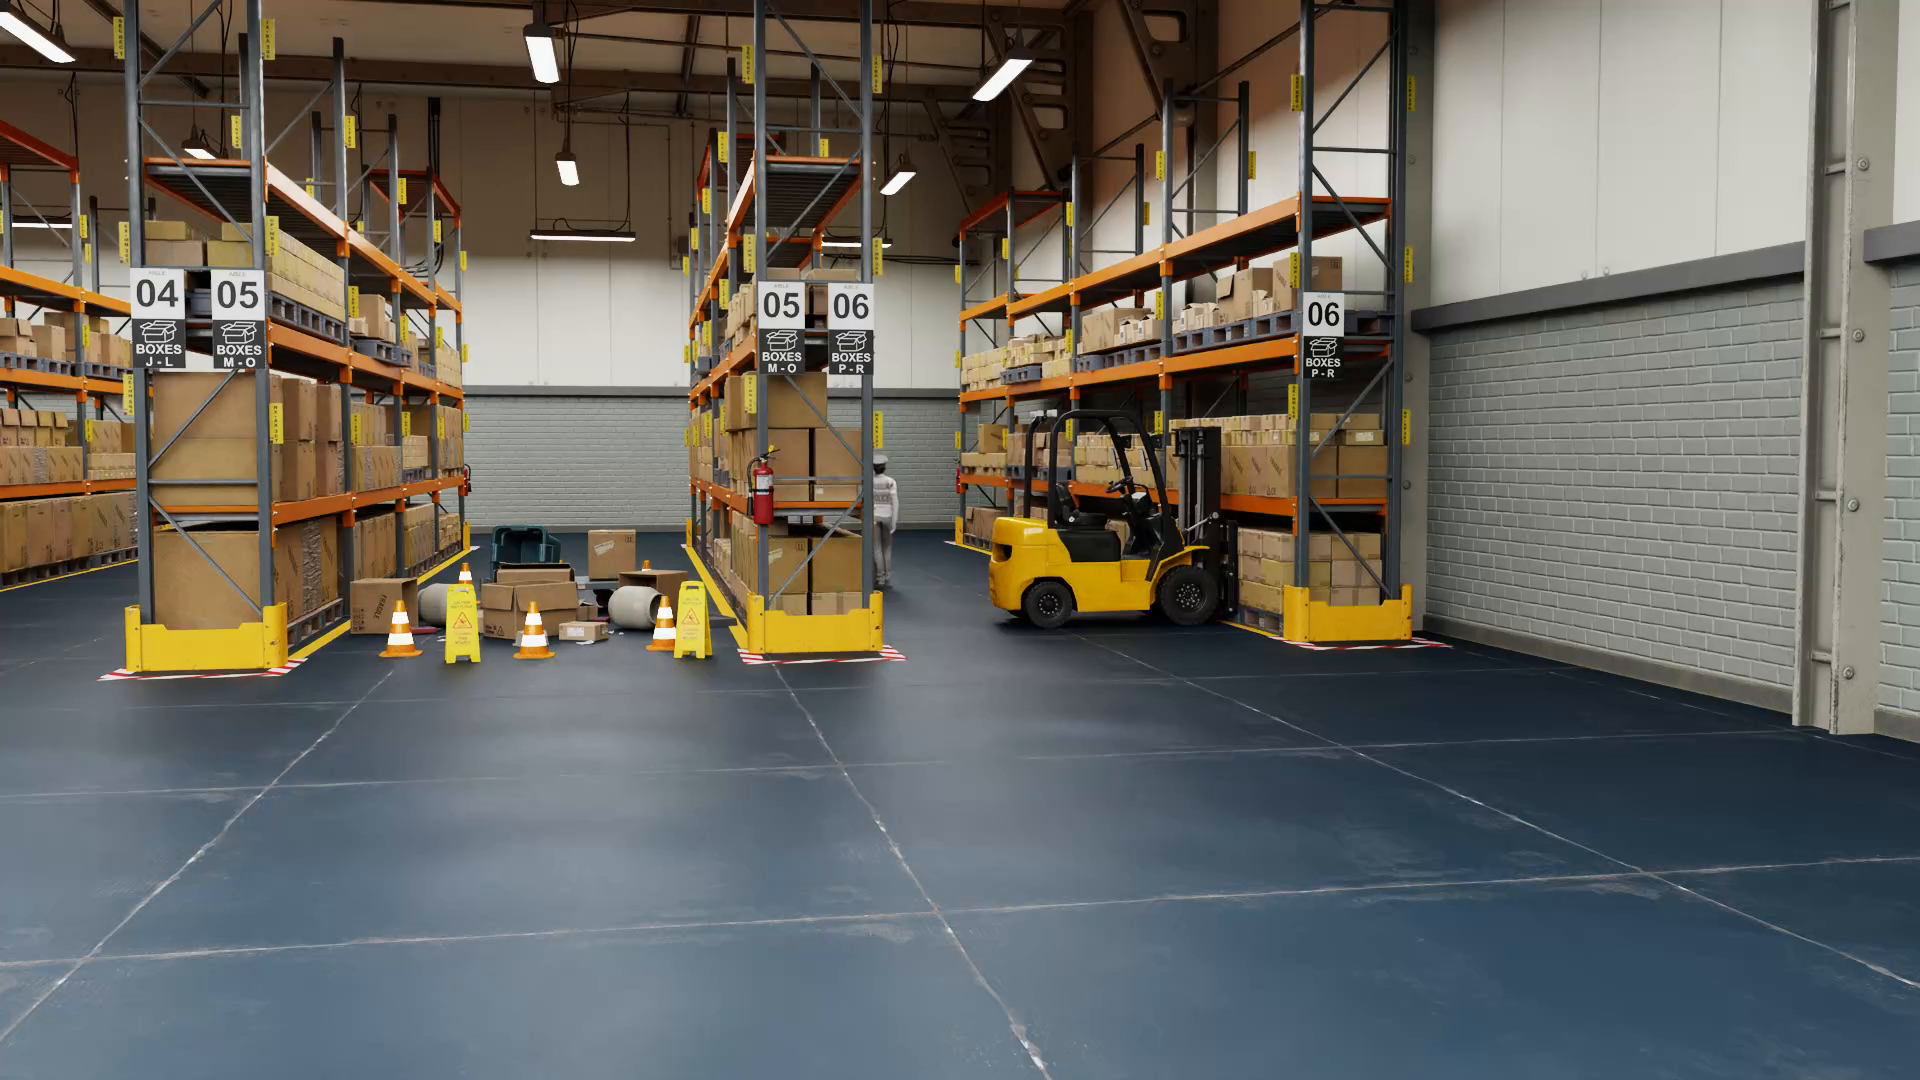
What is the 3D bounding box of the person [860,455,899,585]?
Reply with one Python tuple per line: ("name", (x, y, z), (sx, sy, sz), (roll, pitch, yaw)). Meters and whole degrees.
("person", (-1.057, -0.236, 21.329), (0.486, 1.721, 0.749), (-1, 3, -12))
